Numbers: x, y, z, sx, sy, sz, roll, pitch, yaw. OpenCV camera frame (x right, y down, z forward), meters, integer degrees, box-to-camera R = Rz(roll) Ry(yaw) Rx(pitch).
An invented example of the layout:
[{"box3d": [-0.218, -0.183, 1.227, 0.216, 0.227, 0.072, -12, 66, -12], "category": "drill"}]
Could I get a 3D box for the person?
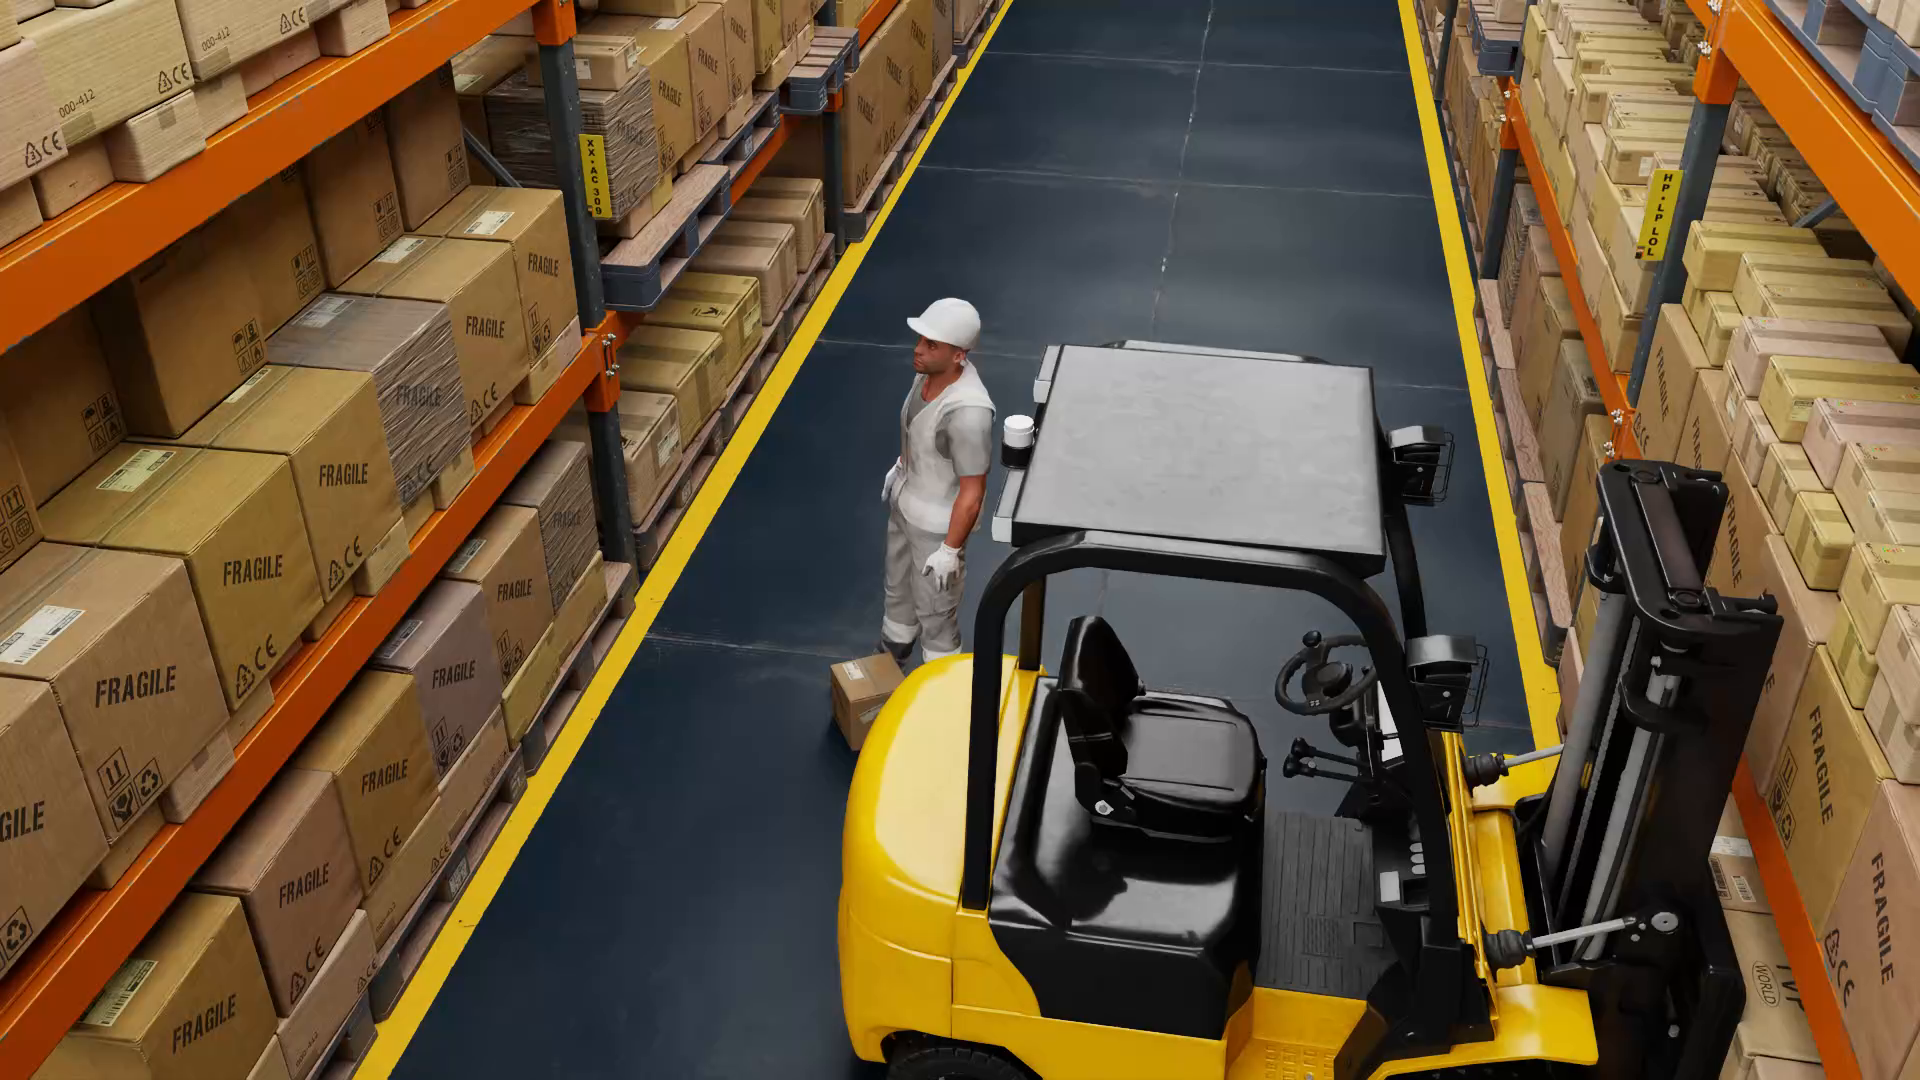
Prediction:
[{"box3d": [-0.180, -0.075, 6.215, 0.562, 1.790, 0.637, -11, 34, -16], "category": "person"}]
